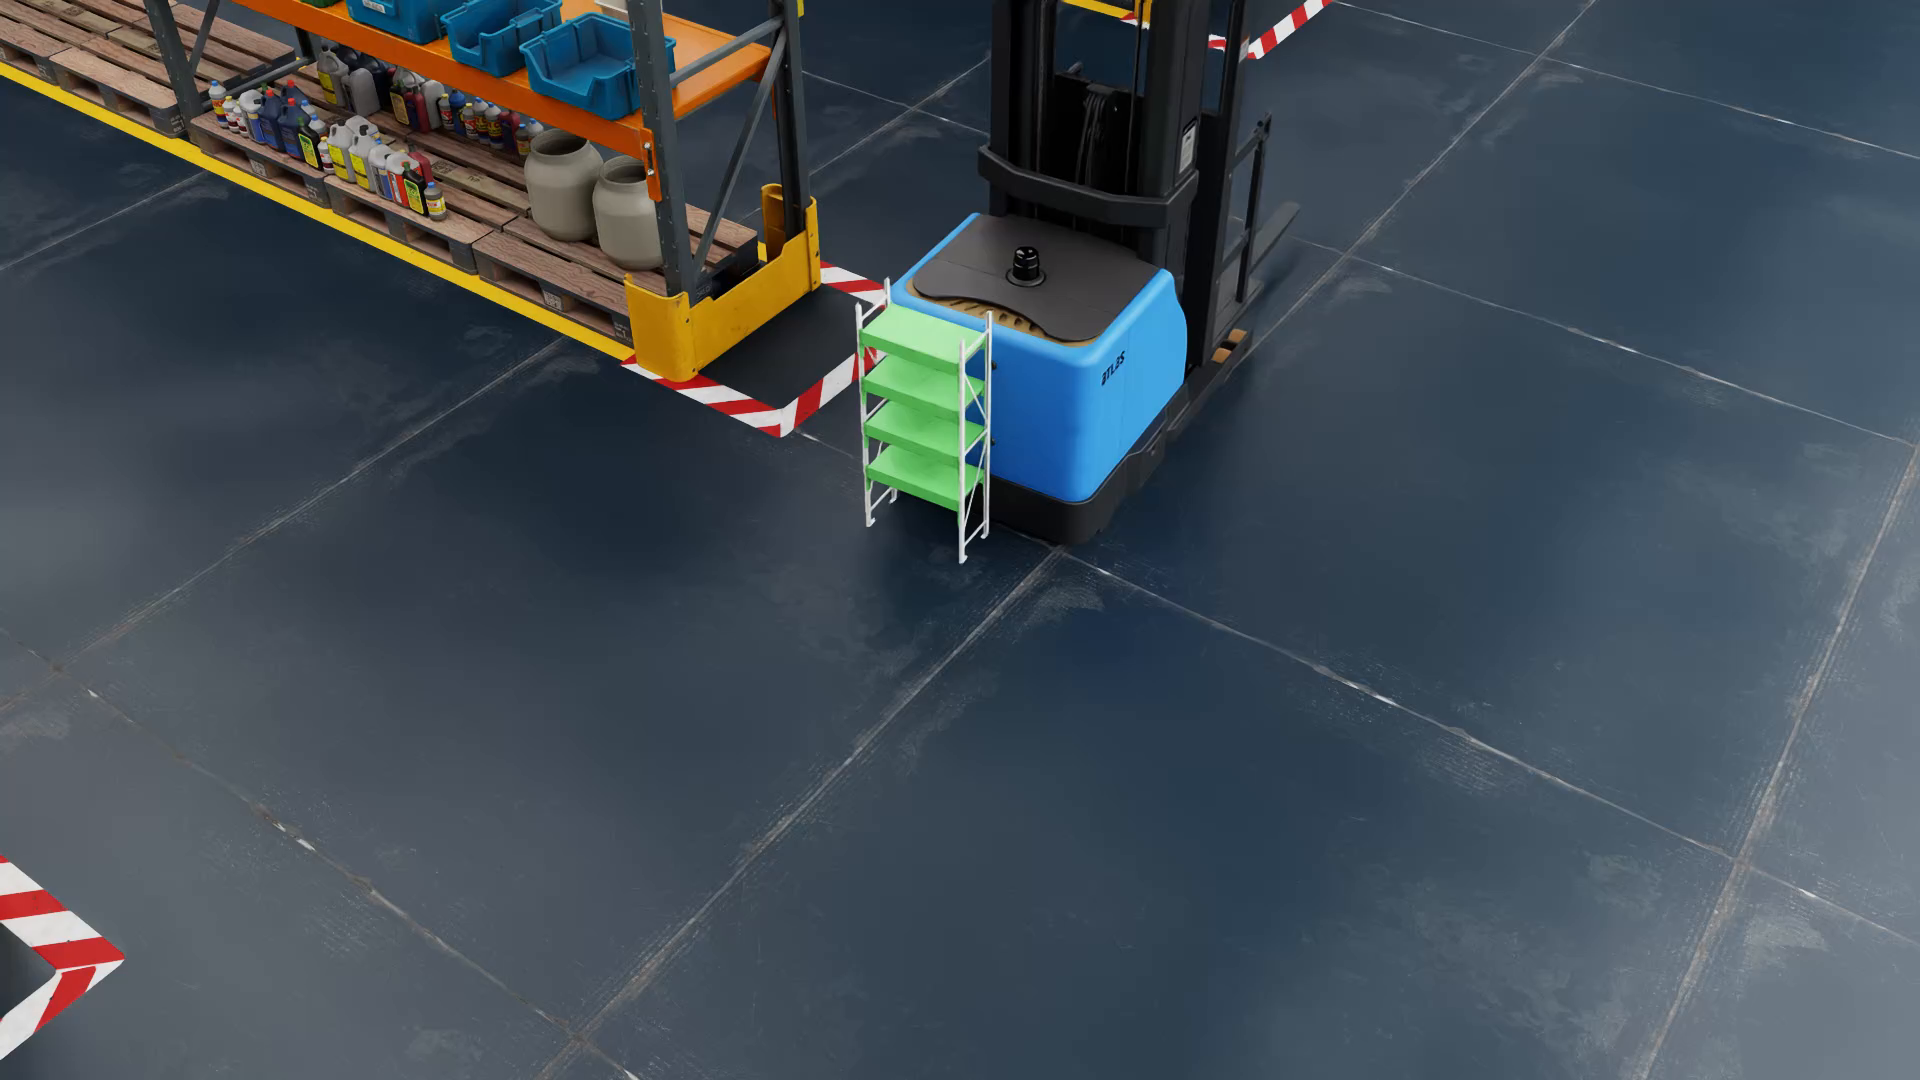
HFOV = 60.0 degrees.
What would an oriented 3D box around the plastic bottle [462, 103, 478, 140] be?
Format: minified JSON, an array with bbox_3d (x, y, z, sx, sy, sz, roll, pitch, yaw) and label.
[{"bbox_3d":[-2.866,-2.468,9.776,0.097,0.201,0.097,0,42,0],"label":"plastic bottle"}]

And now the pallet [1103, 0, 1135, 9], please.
[{"bbox_3d":[1.020,-4.300,12.145,1.213,0.211,1.003,25,48,25],"label":"pallet"}]

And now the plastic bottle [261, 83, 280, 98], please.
[{"bbox_3d":[-4.042,-2.547,9.802,0.133,0.283,0.061,25,48,25],"label":"plastic bottle"}]

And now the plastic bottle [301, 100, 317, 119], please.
[{"bbox_3d":[-3.782,-2.429,9.679,0.097,0.271,0.097,0,42,0],"label":"plastic bottle"}]

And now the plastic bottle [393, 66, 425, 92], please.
[{"bbox_3d":[-3.278,-2.697,9.920,0.185,0.351,0.144,25,47,25],"label":"plastic bottle"}]

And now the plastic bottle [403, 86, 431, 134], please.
[{"bbox_3d":[-3.208,-2.549,9.805,0.133,0.283,0.061,25,48,25],"label":"plastic bottle"}]

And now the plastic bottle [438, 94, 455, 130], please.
[{"bbox_3d":[-3.035,-2.547,9.864,0.097,0.201,0.097,0,42,0],"label":"plastic bottle"}]

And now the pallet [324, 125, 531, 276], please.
[{"bbox_3d":[-2.863,-2.021,9.599,1.213,0.211,1.003,25,48,25],"label":"pallet"}]

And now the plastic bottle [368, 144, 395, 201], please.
[{"bbox_3d":[-3.177,-2.053,9.255,0.135,0.276,0.152,24,47,24],"label":"plastic bottle"}]

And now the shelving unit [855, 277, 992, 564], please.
[{"bbox_3d":[-0.148,-0.493,7.149,0.503,1.200,0.258,21,46,22],"label":"shelving unit"}]

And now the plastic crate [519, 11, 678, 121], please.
[{"bbox_3d":[-1.699,-2.248,7.873,0.616,0.251,0.499,25,48,25],"label":"plastic crate"}]

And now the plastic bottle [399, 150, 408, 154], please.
[{"bbox_3d":[-3.121,-2.100,9.364,0.097,0.201,0.097,0,42,0],"label":"plastic bottle"}]

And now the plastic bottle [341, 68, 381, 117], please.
[{"bbox_3d":[-3.607,-2.702,9.982,0.135,0.276,0.152,25,48,25],"label":"plastic bottle"}]

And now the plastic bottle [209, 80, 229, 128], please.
[{"bbox_3d":[-4.383,-2.593,9.862,0.097,0.271,0.097,0,42,0],"label":"plastic bottle"}]

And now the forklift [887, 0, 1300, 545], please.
[{"bbox_3d":[0.842,-2.036,7.576,1.130,2.935,3.031,21,46,22],"label":"forklift"}]

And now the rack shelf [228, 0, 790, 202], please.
[{"bbox_3d":[-2.755,-2.773,8.887,4.000,0.370,1.077,25,48,25],"label":"rack shelf"}]

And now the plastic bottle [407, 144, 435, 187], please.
[{"bbox_3d":[-3.003,-2.061,9.259,0.133,0.283,0.061,25,48,25],"label":"plastic bottle"}]

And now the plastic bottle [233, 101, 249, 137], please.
[{"bbox_3d":[-4.217,-2.489,9.799,0.097,0.201,0.097,0,42,0],"label":"plastic bottle"}]

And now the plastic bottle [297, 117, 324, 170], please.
[{"bbox_3d":[-3.704,-2.265,9.487,0.133,0.283,0.061,27,48,27],"label":"plastic bottle"}]

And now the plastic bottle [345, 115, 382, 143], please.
[{"bbox_3d":[-3.403,-2.276,9.505,0.135,0.276,0.152,25,48,25],"label":"plastic bottle"}]

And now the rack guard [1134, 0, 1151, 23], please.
[{"bbox_3d":[1.664,-4.077,11.680,0.348,0.500,1.175,25,48,25],"label":"rack guard"}]

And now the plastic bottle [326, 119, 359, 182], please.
[{"bbox_3d":[-3.467,-2.213,9.378,0.185,0.351,0.144,25,47,25],"label":"plastic bottle"}]

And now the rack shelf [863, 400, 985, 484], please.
[{"bbox_3d":[-0.148,-0.445,7.192,0.480,0.148,0.258,21,46,22],"label":"rack shelf"}]

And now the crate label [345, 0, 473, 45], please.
[{"bbox_3d":[-2.780,-2.845,8.402,0.616,0.435,0.502,25,48,25],"label":"crate label"}]

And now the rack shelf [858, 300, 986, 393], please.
[{"bbox_3d":[-0.148,-0.803,6.872,0.480,0.148,0.258,21,46,22],"label":"rack shelf"}]

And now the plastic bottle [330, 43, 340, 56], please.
[{"bbox_3d":[-3.809,-2.954,10.258,0.133,0.283,0.061,27,49,27],"label":"plastic bottle"}]

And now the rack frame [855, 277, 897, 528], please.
[{"bbox_3d":[-0.359,-0.574,7.240,0.015,1.200,0.240,21,46,22],"label":"rack frame"}]

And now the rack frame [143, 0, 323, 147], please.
[{"bbox_3d":[-4.392,-3.807,9.503,0.127,3.000,1.000,25,48,25],"label":"rack frame"}]

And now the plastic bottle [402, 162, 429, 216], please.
[{"bbox_3d":[-2.979,-1.926,9.108,0.133,0.283,0.061,26,48,26],"label":"plastic bottle"}]

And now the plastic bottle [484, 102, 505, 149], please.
[{"bbox_3d":[-2.703,-2.418,9.667,0.097,0.271,0.097,0,42,0],"label":"plastic bottle"}]

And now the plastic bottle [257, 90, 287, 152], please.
[{"bbox_3d":[-3.970,-2.448,9.641,0.185,0.351,0.144,26,48,26],"label":"plastic bottle"}]

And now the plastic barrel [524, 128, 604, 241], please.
[{"bbox_3d":[-2.110,-1.907,8.931,0.421,0.512,0.421,0,42,0],"label":"plastic barrel"}]

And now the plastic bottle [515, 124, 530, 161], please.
[{"bbox_3d":[-2.508,-2.300,9.588,0.097,0.201,0.097,0,42,0],"label":"plastic bottle"}]

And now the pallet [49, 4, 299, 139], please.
[{"bbox_3d":[-5.057,-3.047,10.745,1.213,0.211,1.003,25,48,25],"label":"pallet"}]

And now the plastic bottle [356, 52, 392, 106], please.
[{"bbox_3d":[-3.542,-2.821,10.058,0.185,0.351,0.144,23,47,23],"label":"plastic bottle"}]
